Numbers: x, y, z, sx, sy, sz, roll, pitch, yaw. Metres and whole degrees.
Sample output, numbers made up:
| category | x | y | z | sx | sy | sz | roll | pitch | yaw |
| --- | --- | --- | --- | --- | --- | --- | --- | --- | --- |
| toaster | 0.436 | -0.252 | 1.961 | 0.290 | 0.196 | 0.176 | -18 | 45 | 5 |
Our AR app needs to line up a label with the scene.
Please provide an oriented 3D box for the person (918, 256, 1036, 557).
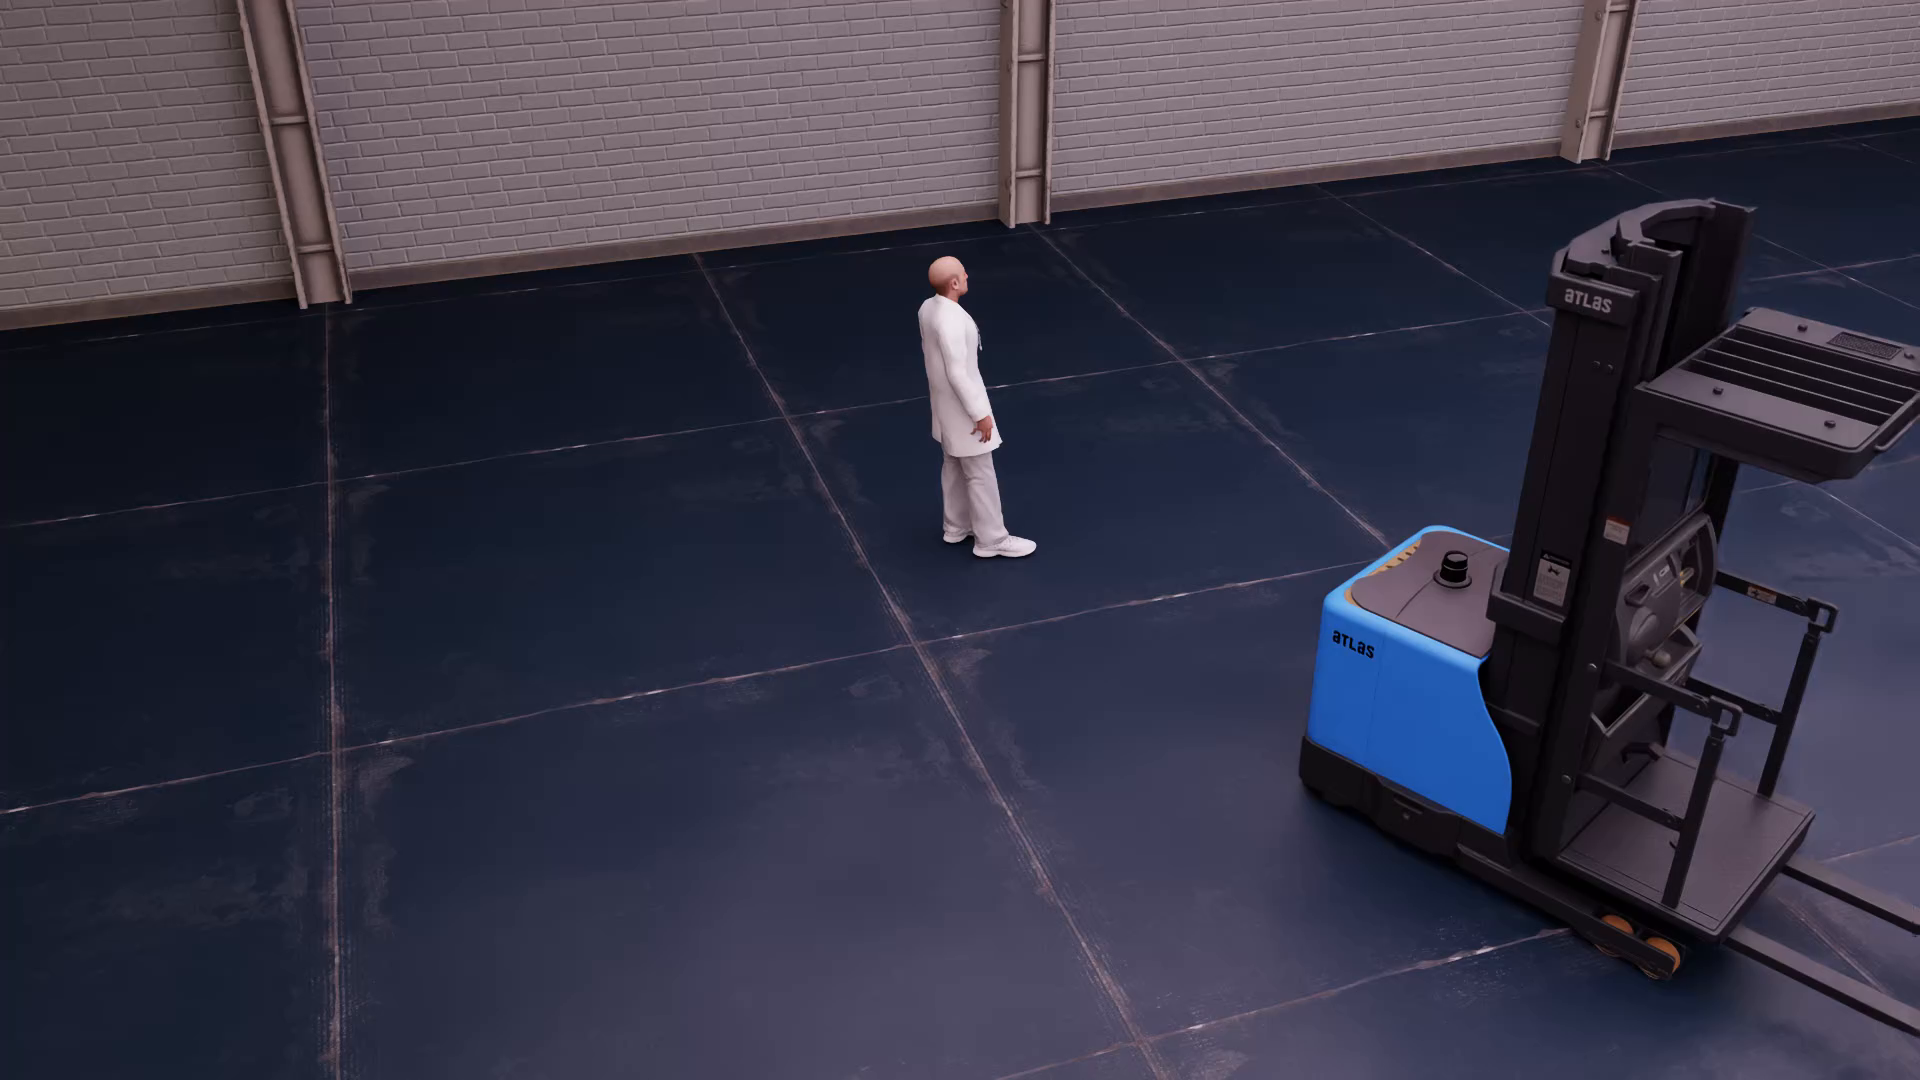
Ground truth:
| category | x | y | z | sx | sy | sz | roll | pitch | yaw |
| --- | --- | --- | --- | --- | --- | --- | --- | --- | --- |
| person | 0.087 | -0.789 | 9.600 | 0.581 | 1.775 | 0.696 | -10 | 31 | -16 |

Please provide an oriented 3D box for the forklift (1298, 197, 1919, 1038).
| category | x | y | z | sx | sy | sz | roll | pitch | yaw |
| --- | --- | --- | --- | --- | --- | --- | --- | --- | --- |
| forklift | 3.026 | 0.249 | 6.654 | 3.031 | 2.935 | 1.130 | 26 | 39 | 37 |
